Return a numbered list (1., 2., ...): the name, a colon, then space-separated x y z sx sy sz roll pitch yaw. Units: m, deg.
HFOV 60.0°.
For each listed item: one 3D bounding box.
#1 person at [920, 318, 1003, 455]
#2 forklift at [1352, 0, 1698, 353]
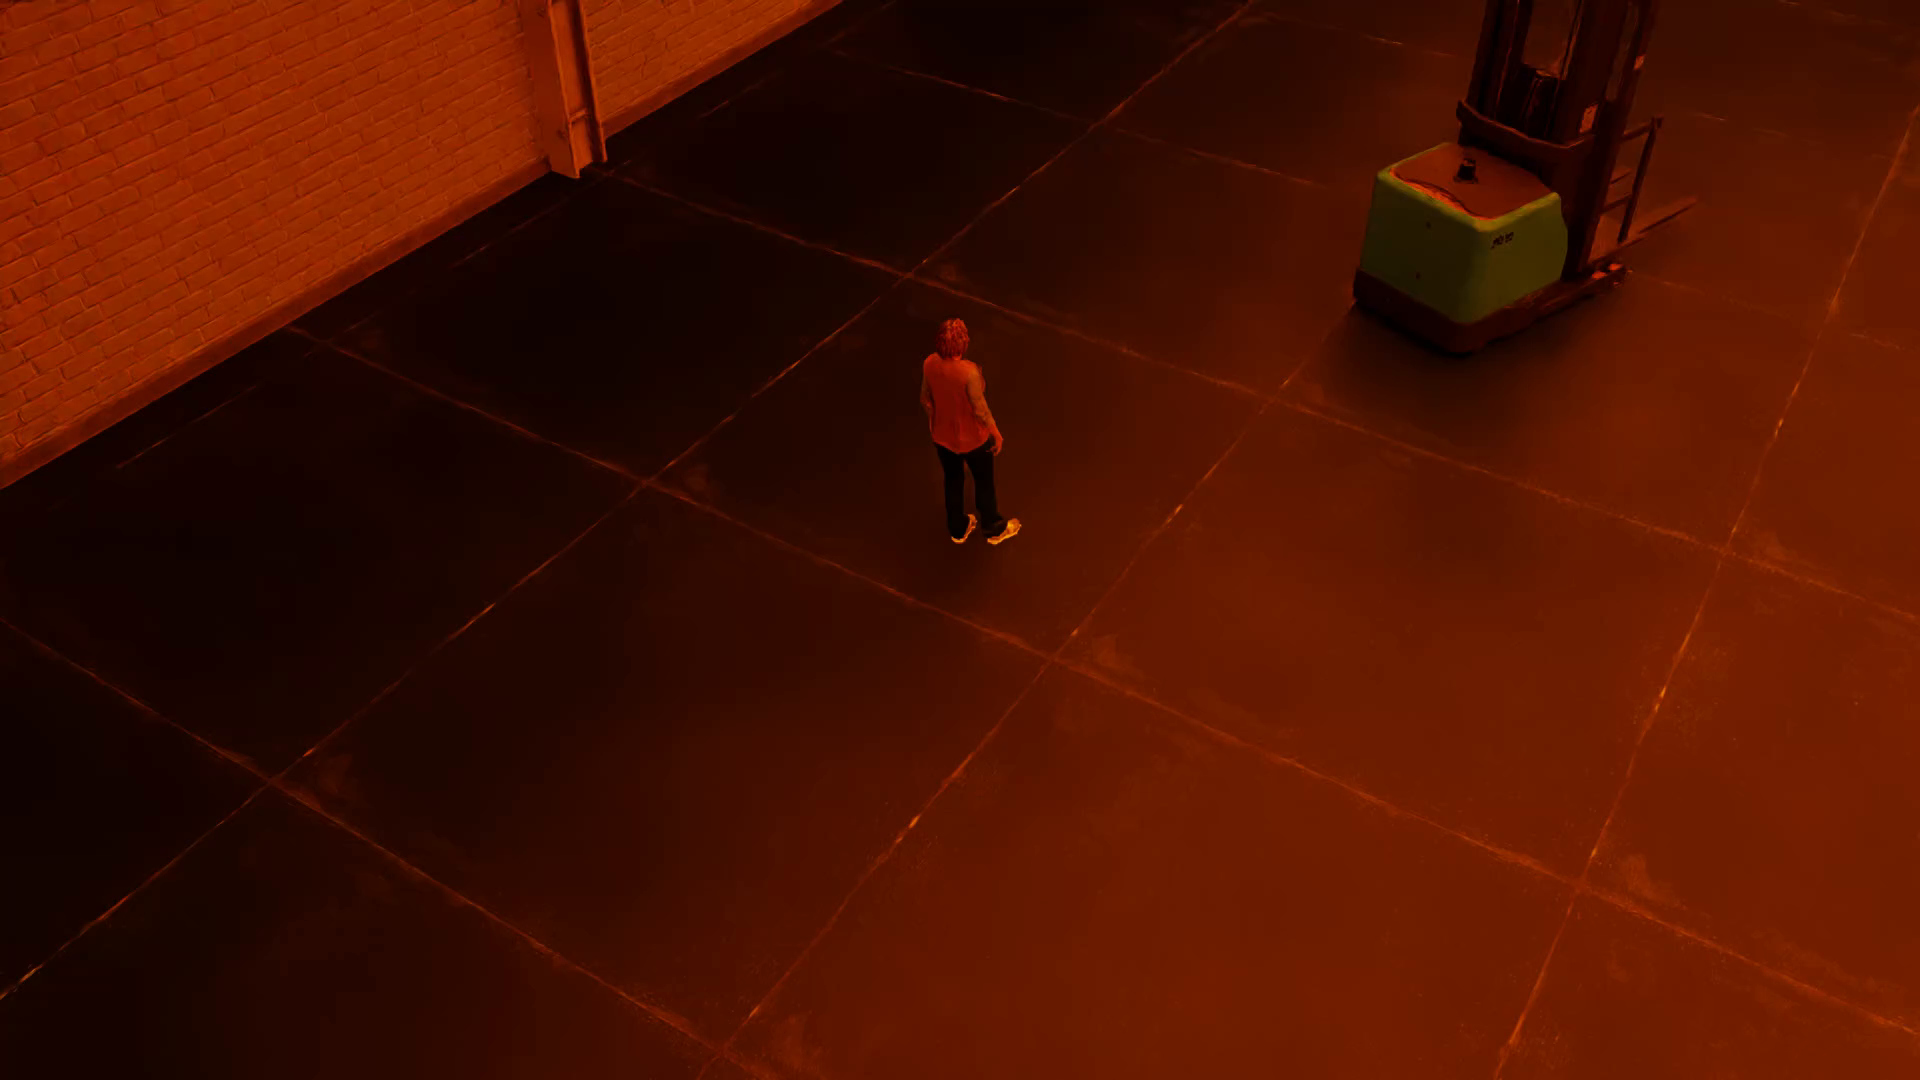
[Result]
1. person: -0.010 -0.858 9.476 0.502 0.920 0.257 22 45 24
2. forklift: 4.377 -3.205 11.749 3.031 2.935 1.130 -26 47 -27
